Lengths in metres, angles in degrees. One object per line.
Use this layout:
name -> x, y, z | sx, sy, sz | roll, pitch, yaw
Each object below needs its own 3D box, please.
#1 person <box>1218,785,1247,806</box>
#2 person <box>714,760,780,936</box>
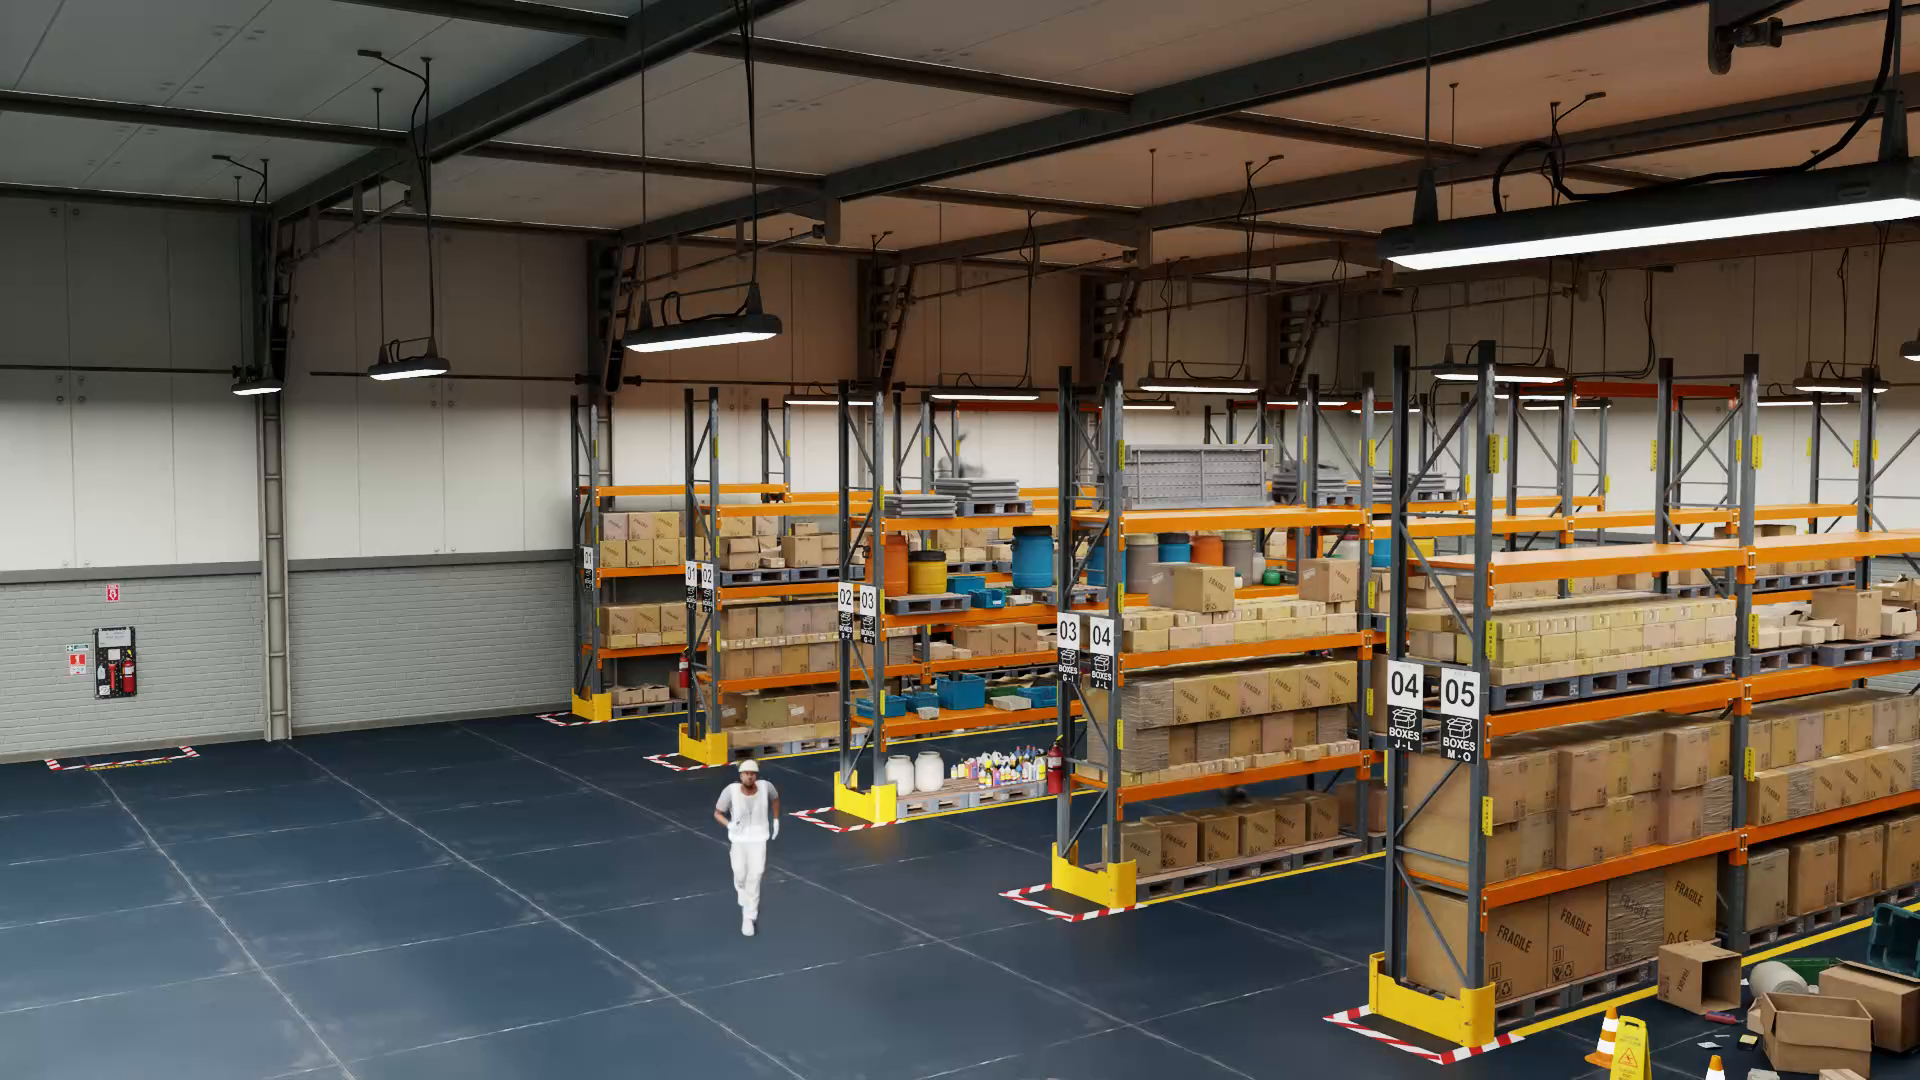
person -> 3.718, 3.028, 22.375 | 0.592, 1.606, 0.581 | -3, 4, -39
person -> -2.259, 3.206, 17.714 | 0.708, 1.776, 0.993 | -1, 3, -11
